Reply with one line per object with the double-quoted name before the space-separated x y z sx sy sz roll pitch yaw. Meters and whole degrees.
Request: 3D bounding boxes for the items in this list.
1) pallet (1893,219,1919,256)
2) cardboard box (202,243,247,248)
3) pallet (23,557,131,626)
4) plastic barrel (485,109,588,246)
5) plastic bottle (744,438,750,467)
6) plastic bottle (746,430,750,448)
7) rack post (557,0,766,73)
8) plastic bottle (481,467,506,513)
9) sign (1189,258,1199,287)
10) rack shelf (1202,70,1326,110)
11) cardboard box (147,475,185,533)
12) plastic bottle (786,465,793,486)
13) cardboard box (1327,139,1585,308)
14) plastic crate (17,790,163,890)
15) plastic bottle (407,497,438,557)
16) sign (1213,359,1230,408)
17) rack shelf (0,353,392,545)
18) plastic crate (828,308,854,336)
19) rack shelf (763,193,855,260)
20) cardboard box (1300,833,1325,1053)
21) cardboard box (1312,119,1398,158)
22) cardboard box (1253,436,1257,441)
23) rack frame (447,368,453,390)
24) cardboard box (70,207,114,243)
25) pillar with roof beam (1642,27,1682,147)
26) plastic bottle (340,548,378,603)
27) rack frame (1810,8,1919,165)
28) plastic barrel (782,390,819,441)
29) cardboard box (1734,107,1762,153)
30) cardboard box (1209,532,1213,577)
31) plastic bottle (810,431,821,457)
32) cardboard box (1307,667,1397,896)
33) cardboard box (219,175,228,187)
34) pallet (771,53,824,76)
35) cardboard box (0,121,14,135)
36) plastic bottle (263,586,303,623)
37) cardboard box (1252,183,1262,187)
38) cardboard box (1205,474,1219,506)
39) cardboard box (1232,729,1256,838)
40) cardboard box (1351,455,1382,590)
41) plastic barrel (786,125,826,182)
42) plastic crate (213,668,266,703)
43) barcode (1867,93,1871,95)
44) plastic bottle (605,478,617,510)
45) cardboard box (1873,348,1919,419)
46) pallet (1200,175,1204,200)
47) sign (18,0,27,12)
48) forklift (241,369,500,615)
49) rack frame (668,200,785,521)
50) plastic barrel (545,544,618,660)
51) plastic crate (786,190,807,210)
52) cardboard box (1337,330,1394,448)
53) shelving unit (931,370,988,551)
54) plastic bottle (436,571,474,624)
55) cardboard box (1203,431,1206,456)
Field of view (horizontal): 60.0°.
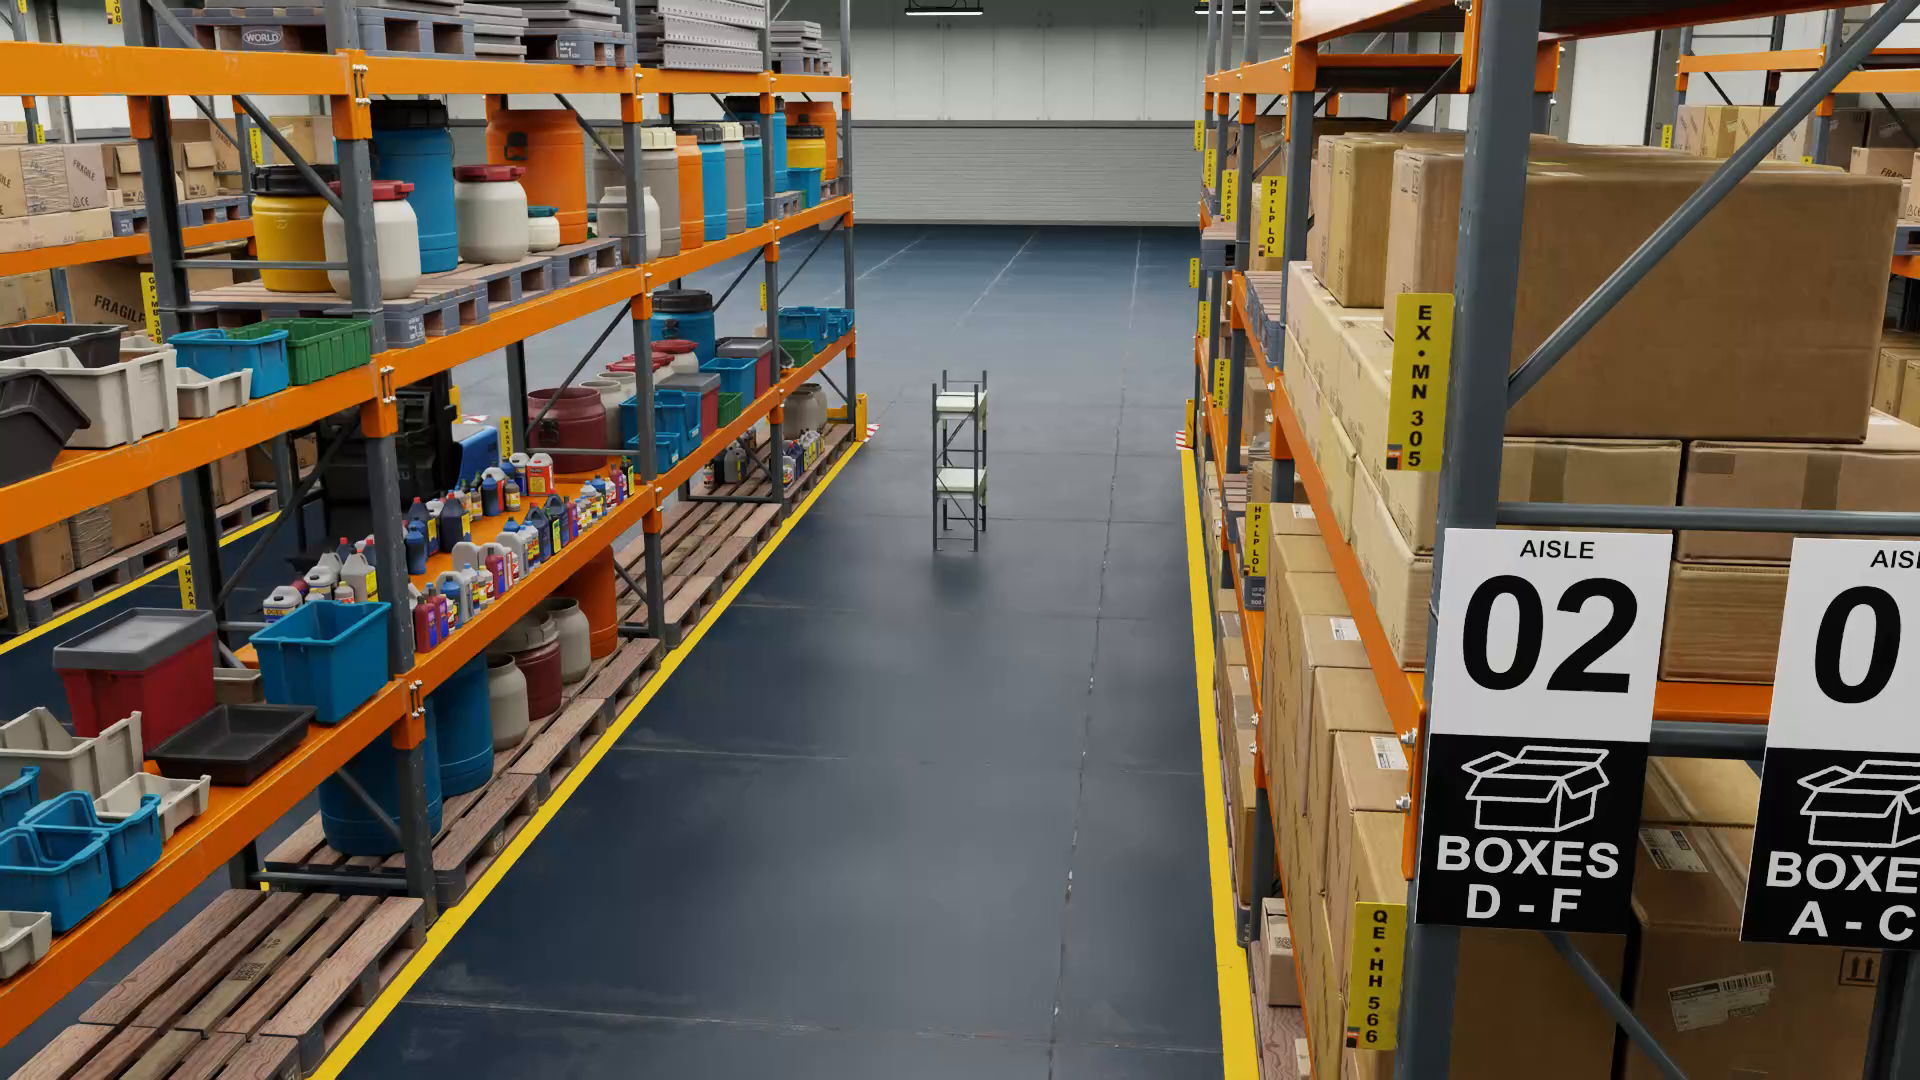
"pallet" 7.372 -2.287 12.486 1.213 0.211 1.003 2 15 6
"cardboard box" -7.271 -2.722 16.807 0.500 0.500 0.500 2 15 6
"pallet" -7.465 0.388 13.324 1.003 0.211 1.213 2 15 6
"plastic barrel" -2.700 -2.321 10.625 0.600 0.830 0.708 2 15 6
"plastic bottle" -2.209 -0.897 17.093 0.061 0.283 0.133 2 15 6
"plastic bottle" -2.289 -1.067 17.722 0.061 0.283 0.133 2 15 7
"rack post" -2.319 -4.127 12.801 1.013 1.000 3.121 2 15 6
"plastic bottle" -3.056 -0.327 10.864 0.152 0.276 0.135 2 15 6
"sign" 2.640 -3.012 18.745 0.100 0.325 0.005 2 15 6
"rack shelf" 2.965 -4.375 16.246 1.077 0.370 4.000 2 15 6
"cardboard box" -7.329 -0.372 14.738 0.700 0.500 0.500 0 15 1
"plastic bottle" -1.687 -0.632 16.269 0.097 0.201 0.097 0 15 0
"cardboard box" 1.572 -1.022 5.342 0.700 0.500 0.500 2 15 6
"plastic crate" -2.999 1.043 5.764 0.416 0.233 0.300 2 15 6
"plastic bottle" -3.182 -0.083 9.815 0.144 0.351 0.185 2 15 6
"sign" 1.736 -1.038 11.035 0.100 0.325 0.005 2 15 6
"rack shelf" -3.310 -0.155 5.619 1.077 0.370 4.000 2 15 6
"plastic crate" -1.490 -2.475 18.852 0.499 0.251 0.616 2 15 6
"rack shelf" -1.956 -3.267 17.129 1.077 0.370 4.000 2 15 6
"cardboard box" 1.282 1.175 4.877 0.500 0.500 0.500 2 15 7
"cardboard box" 2.117 -2.065 9.197 0.500 0.500 0.500 2 15 6
"cardboard box" 2.376 -0.674 12.391 0.380 0.149 0.250 3 15 10
"rack frame" -6.652 -2.831 19.884 1.000 3.000 0.127 2 15 6
"cardboard box" -7.142 -2.513 13.249 0.500 0.250 0.500 2 15 7
"pillar with roof beam" 5.293 -6.765 22.941 9.100 9.000 0.400 2 15 6
"plastic bottle" -3.163 0.207 8.743 0.144 0.351 0.185 2 15 6
"rack frame" 7.662 -4.252 13.646 1.000 3.000 0.127 2 15 6
"plastic barrel" -1.785 -1.384 18.494 0.421 0.512 0.421 0 15 0
"cardboard box" 7.549 -3.760 15.430 0.500 0.500 0.500 1 15 4
"cardboard box" 2.275 0.120 13.434 0.500 0.250 0.500 2 15 7
"plastic bottle" -1.558 -1.029 17.595 0.152 0.276 0.135 2 15 7
"cardboard box" 1.272 0.692 4.751 0.500 0.500 0.500 2 15 8
"cardboard box" -7.233 -3.521 16.213 0.380 0.149 0.250 2 15 7
"pallet" -1.981 -4.791 16.769 1.003 0.211 1.213 2 15 6
"cardboard box" -11.299 -4.804 19.392 0.380 0.149 0.250 2 15 7
"plastic bottle" -3.361 0.376 8.264 0.152 0.276 0.135 2 15 6
"cardboard box" 2.463 -2.585 12.711 0.500 0.250 0.500 0 15 2
"cardboard box" 2.383 -0.417 14.347 0.500 0.311 0.500 2 15 6
"cardboard box" 1.672 1.304 8.538 0.500 0.500 0.500 2 15 6
"cardboard box" 1.249 -0.034 4.083 0.500 0.250 0.500 2 15 6
"plastic barrel" -1.733 -4.127 17.767 0.600 0.588 0.600 0 15 0
"plastic crate" -3.279 0.642 7.431 0.396 0.136 0.243 2 15 6
"barcode" 8.246 -4.069 15.076 0.001 0.075 0.075 2 15 6
"plastic bottle" -2.312 -0.307 10.933 0.097 0.201 0.097 0 15 0
"cardboard box" 7.457 -1.169 12.704 0.700 0.500 0.500 4 16 14
"pallet" 3.085 -3.761 17.746 1.003 0.211 1.213 2 15 6
"sign" -11.031 -6.369 19.534 0.100 0.325 0.005 2 15 6
"forklift" -4.796 -1.034 13.371 1.130 2.935 3.031 2 15 7
"rack frame" -2.182 -1.647 15.508 1.000 3.000 0.127 2 15 6
"plastic barrel" -2.672 0.362 11.429 0.600 0.830 0.708 2 15 6
"plastic crate" -1.733 -3.394 16.628 0.336 0.188 0.450 2 15 6
"cardboard box" 1.306 -0.405 4.497 0.500 0.250 0.500 2 15 6
"shelving unit" 0.001 -0.726 14.973 0.431 1.500 0.755 2 15 6
"plastic bottle" -2.613 0.284 8.605 0.152 0.276 0.135 2 15 6
"cardboard box" 2.695 -1.124 16.598 0.500 0.500 0.500 2 15 6
